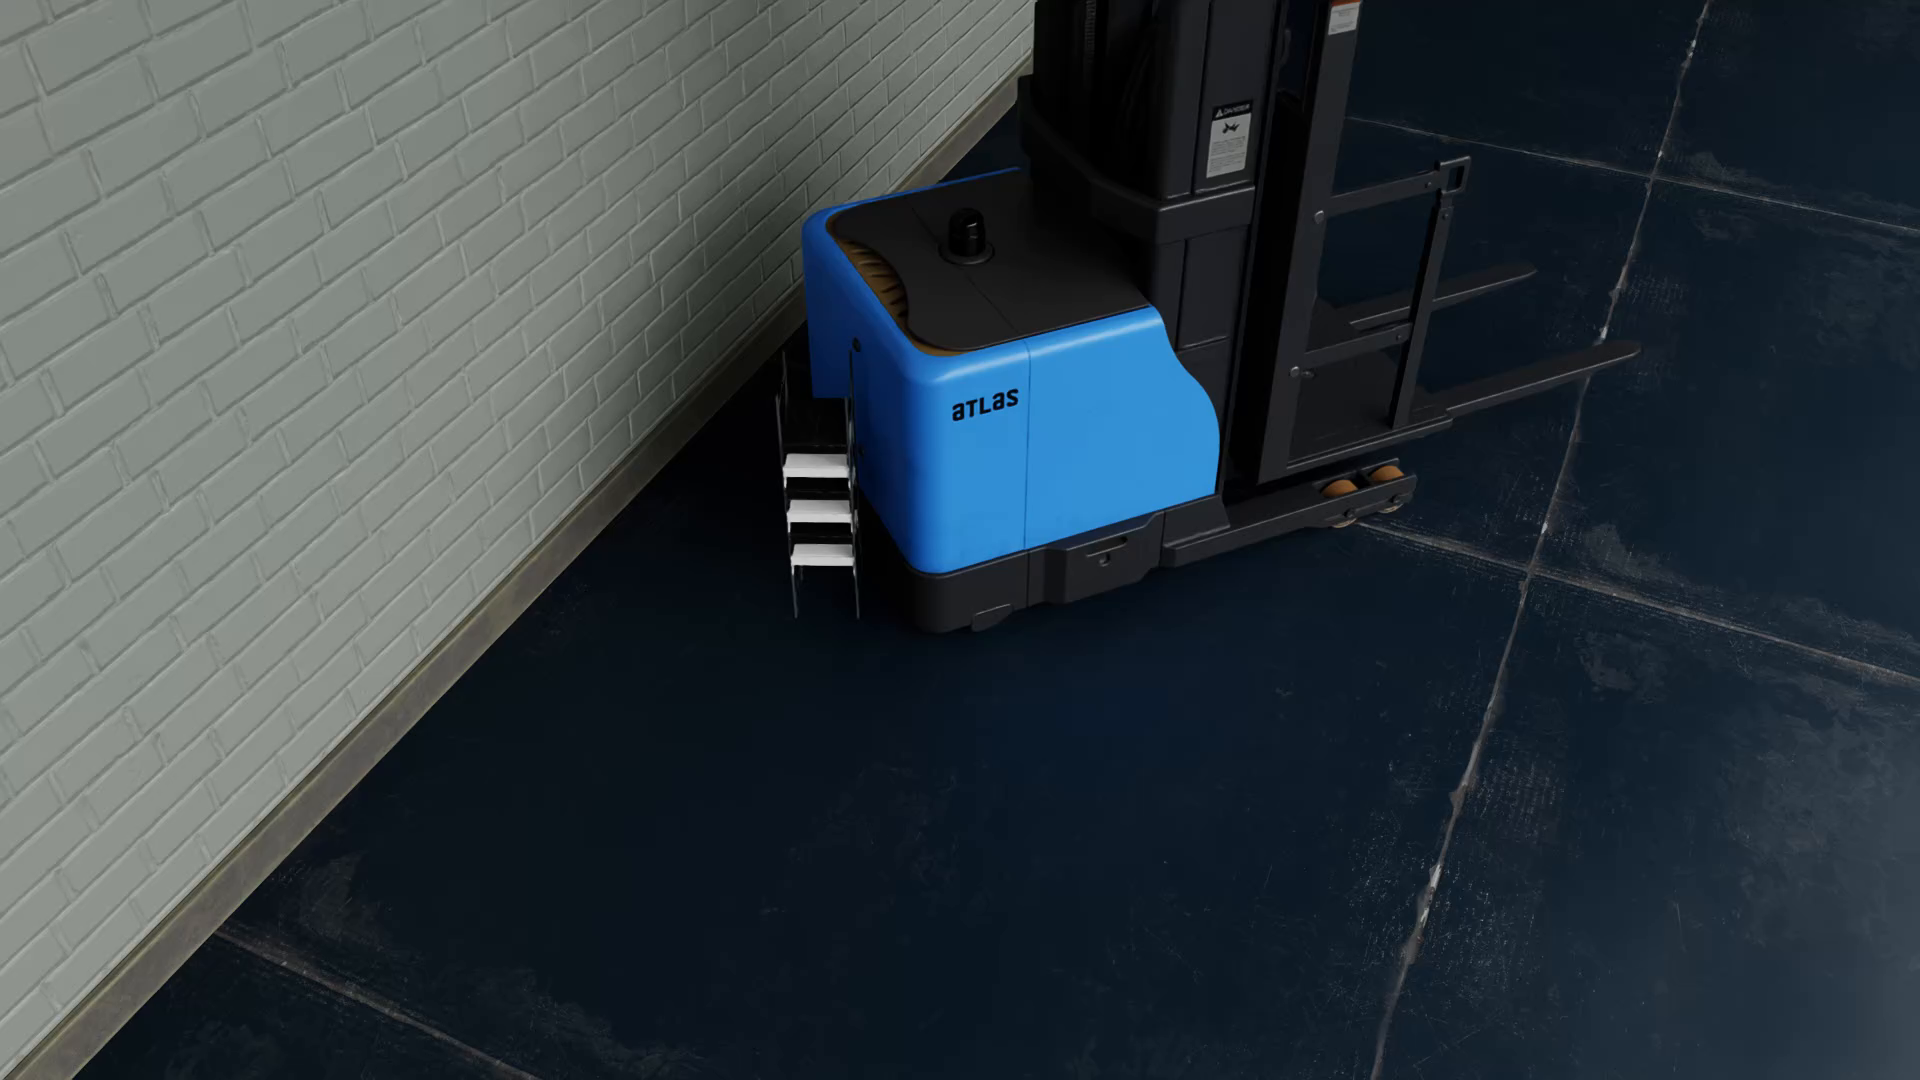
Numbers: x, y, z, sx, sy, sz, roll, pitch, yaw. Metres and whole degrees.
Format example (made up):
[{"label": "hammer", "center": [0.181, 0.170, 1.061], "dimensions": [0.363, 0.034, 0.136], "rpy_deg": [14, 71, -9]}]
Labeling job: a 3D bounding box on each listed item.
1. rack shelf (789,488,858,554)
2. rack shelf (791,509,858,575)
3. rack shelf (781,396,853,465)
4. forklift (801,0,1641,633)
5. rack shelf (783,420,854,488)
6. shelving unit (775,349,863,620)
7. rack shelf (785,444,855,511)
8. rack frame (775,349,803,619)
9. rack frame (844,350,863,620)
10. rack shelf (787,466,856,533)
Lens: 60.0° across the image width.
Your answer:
[{"label": "rack shelf", "center": [-0.435, -0.065, 5.327], "dimensions": [0.200, 0.077, 0.258], "rpy_deg": [1, 41, 1]}, {"label": "rack shelf", "center": [-0.435, 0.003, 5.386], "dimensions": [0.200, 0.077, 0.258], "rpy_deg": [1, 41, 1]}, {"label": "rack shelf", "center": [-0.435, -0.337, 5.091], "dimensions": [0.200, 0.077, 0.258], "rpy_deg": [1, 41, 1]}, {"label": "forklift", "center": [1.040, -1.451, 5.186], "dimensions": [3.031, 2.935, 1.130], "rpy_deg": [-16, 43, -18]}, {"label": "rack shelf", "center": [-0.435, -0.269, 5.150], "dimensions": [0.200, 0.077, 0.258], "rpy_deg": [1, 41, 1]}, {"label": "shelving unit", "center": [-0.435, -0.159, 5.246], "dimensions": [0.210, 0.900, 0.258], "rpy_deg": [1, 41, 1]}, {"label": "rack shelf", "center": [-0.435, -0.201, 5.209], "dimensions": [0.200, 0.077, 0.258], "rpy_deg": [1, 41, 1]}, {"label": "rack frame", "center": [-0.536, -0.159, 5.247], "dimensions": [0.006, 0.900, 0.240], "rpy_deg": [1, 41, 1]}, {"label": "rack frame", "center": [-0.333, -0.158, 5.245], "dimensions": [0.006, 0.900, 0.240], "rpy_deg": [1, 41, 1]}, {"label": "rack shelf", "center": [-0.435, -0.133, 5.268], "dimensions": [0.200, 0.077, 0.258], "rpy_deg": [1, 41, 1]}]
